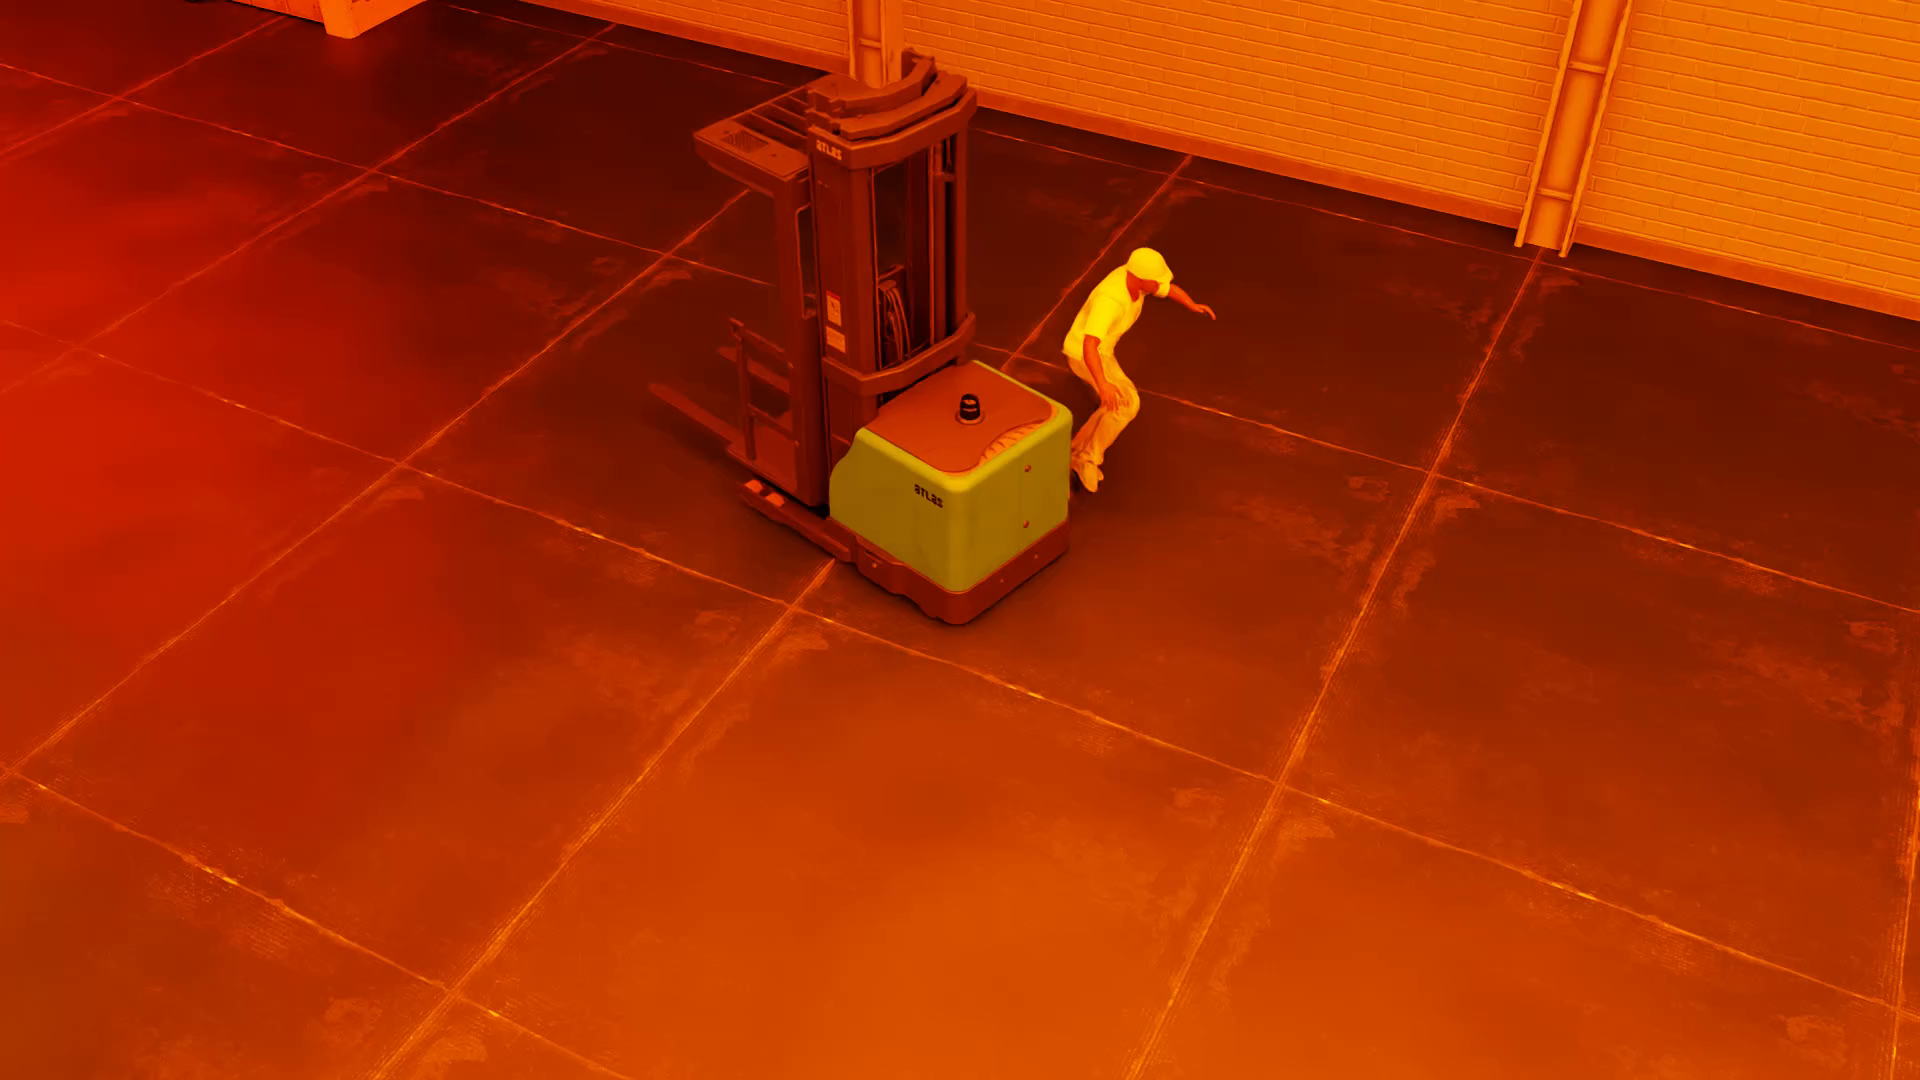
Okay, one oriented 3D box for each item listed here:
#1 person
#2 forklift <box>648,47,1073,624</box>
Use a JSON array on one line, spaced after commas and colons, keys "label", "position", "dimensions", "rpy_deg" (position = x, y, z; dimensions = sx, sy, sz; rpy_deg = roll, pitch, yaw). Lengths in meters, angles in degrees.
[{"label": "person", "position": [1.067, -1.094, 10.397], "dimensions": [0.928, 1.519, 1.089], "rpy_deg": [12, 41, 13]}, {"label": "forklift", "position": [-0.758, -1.465, 9.726], "dimensions": [3.031, 2.935, 1.130], "rpy_deg": [31, 49, 32]}]
